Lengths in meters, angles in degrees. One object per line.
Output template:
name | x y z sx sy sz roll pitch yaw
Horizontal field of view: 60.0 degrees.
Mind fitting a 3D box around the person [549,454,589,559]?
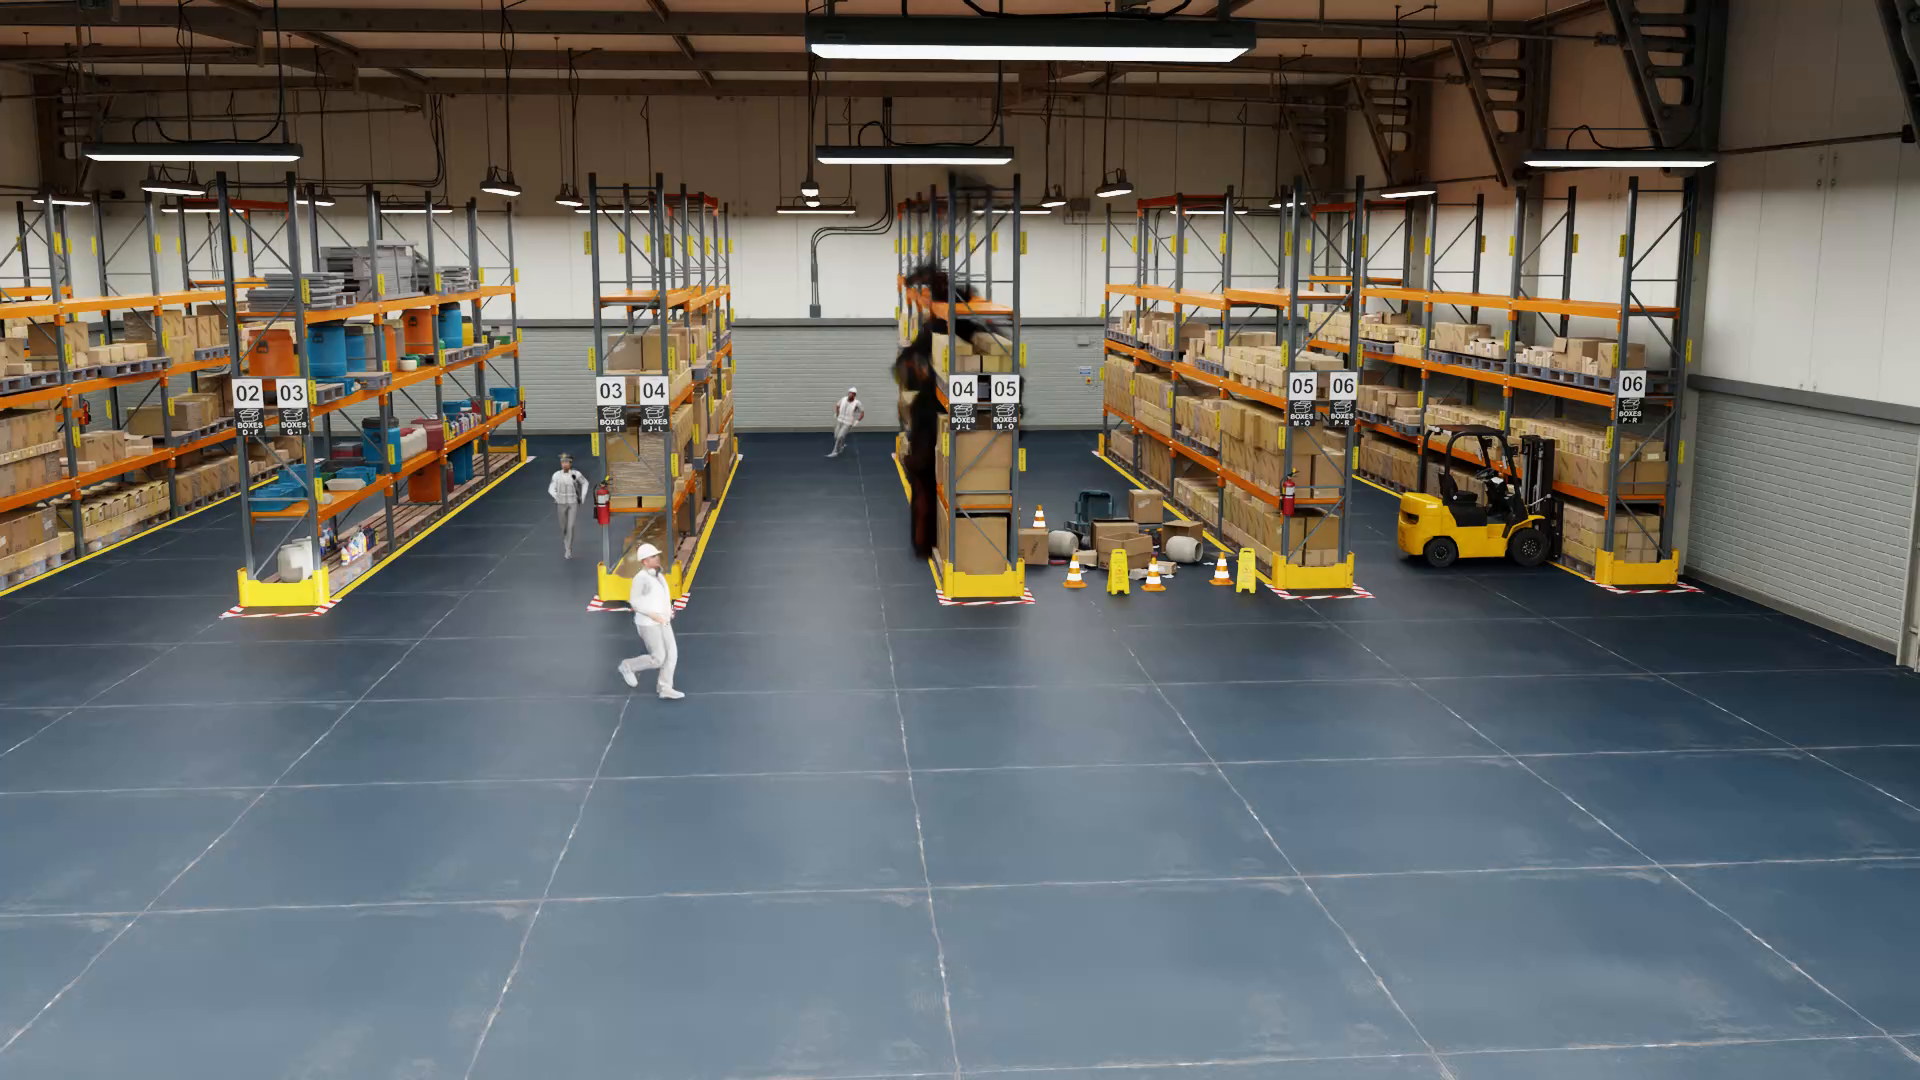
person | -6.405 -0.586 27.231 0.630 1.675 0.913 -1 10 -6

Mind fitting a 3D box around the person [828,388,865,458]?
person | -2.677 -2.825 39.865 0.835 1.678 0.747 3 10 17

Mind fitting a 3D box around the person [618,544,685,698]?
person | -3.447 0.905 18.561 0.762 1.738 0.675 3 10 16
